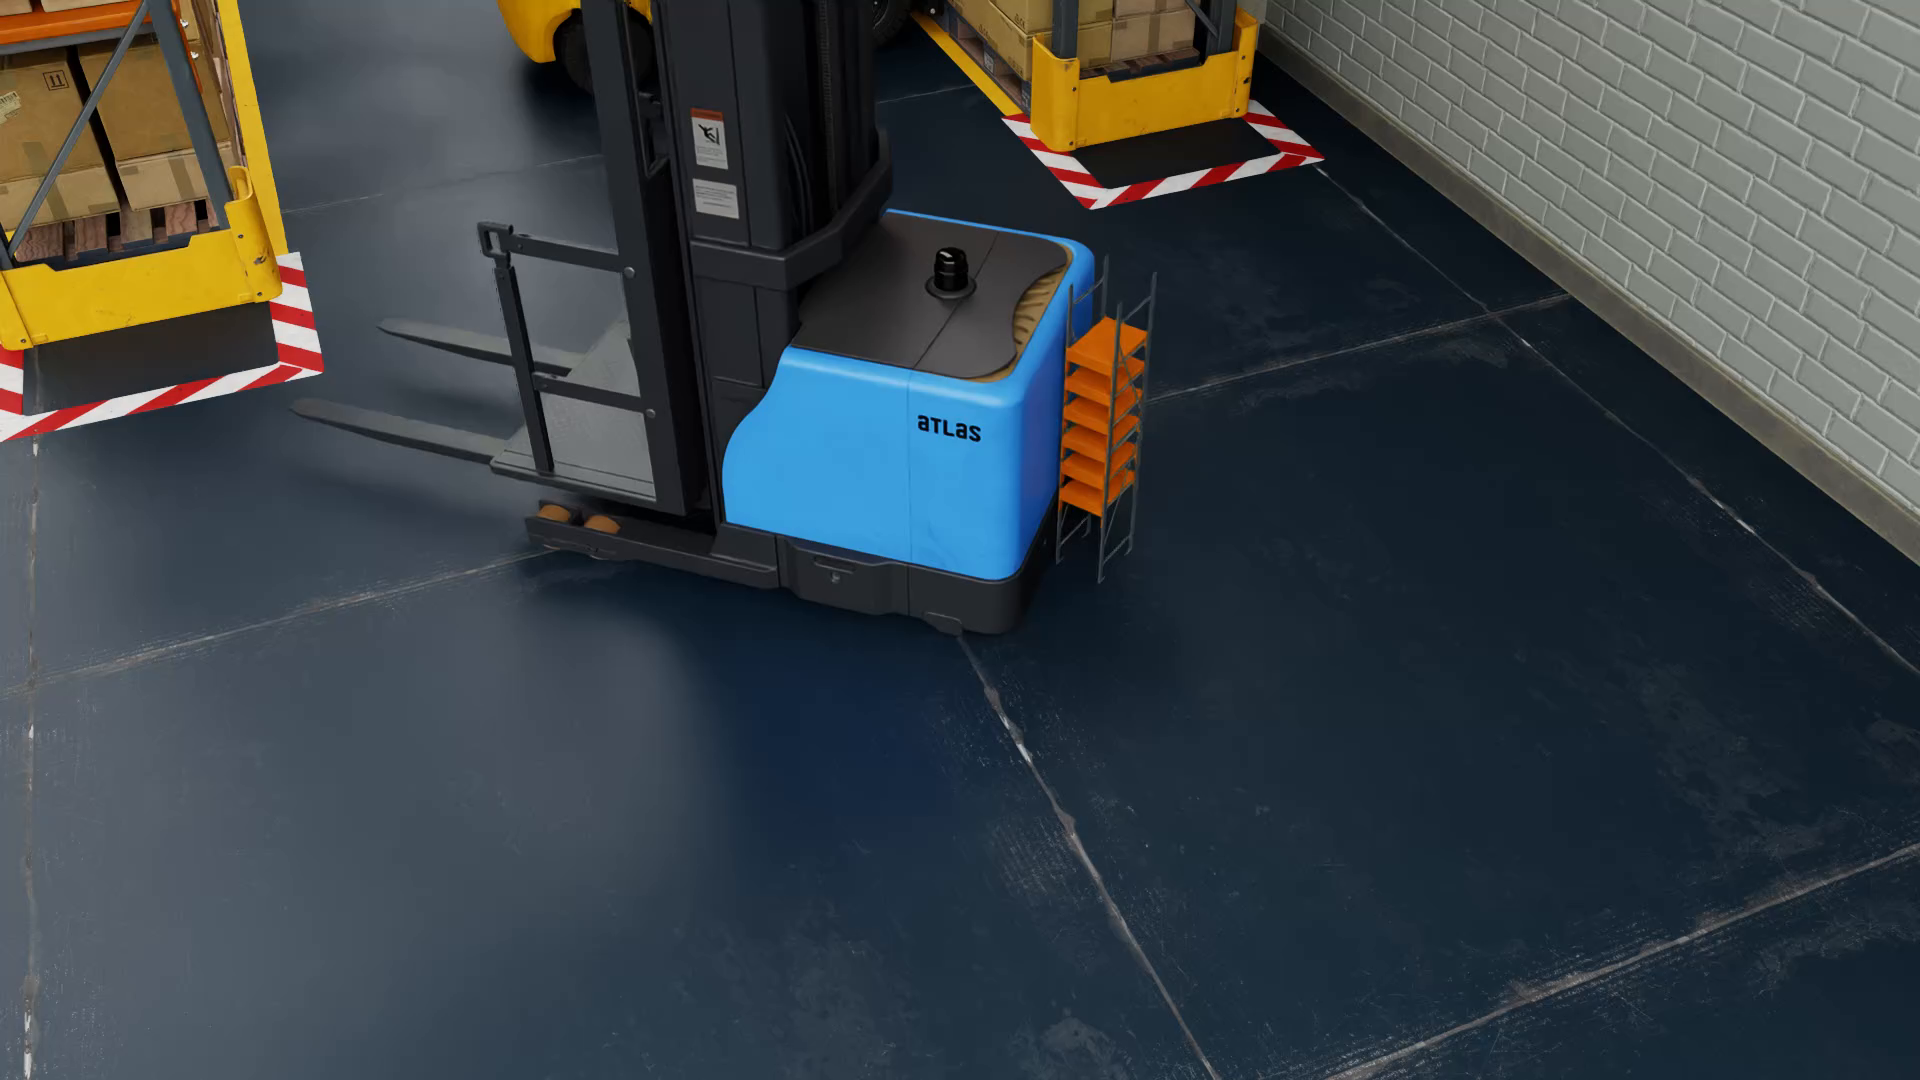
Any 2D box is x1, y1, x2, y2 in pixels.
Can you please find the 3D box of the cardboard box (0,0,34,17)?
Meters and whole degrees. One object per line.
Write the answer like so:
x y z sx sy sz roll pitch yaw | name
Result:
-3.978 -2.225 6.729 0.380 0.149 0.250 -14 43 -15 | cardboard box

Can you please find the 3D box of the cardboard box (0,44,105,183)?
-4.184 -1.967 7.448 0.500 0.500 0.500 -15 43 -17 | cardboard box

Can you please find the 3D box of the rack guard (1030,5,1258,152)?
0.957 -2.426 8.688 1.175 0.500 0.348 -15 43 -17 | rack guard

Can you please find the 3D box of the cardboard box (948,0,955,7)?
0.111 -3.315 9.591 0.500 0.250 0.500 -15 43 -16 | cardboard box

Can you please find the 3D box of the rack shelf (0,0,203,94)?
-4.402 -3.080 8.083 1.077 0.370 4.000 -15 43 -17 | rack shelf

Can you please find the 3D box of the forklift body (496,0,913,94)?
-1.463 -3.754 8.966 2.313 2.155 1.214 -15 43 -17 | forklift body

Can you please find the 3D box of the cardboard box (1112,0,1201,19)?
0.960 -3.030 8.876 0.500 0.250 0.500 -14 43 -16 | cardboard box

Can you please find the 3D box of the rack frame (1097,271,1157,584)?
0.572 -0.357 5.745 0.006 1.200 0.240 25 46 26 | rack frame

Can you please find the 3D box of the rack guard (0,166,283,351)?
-3.666 -1.246 7.316 1.175 0.500 0.348 -15 43 -17 | rack guard

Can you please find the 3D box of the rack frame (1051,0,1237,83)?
0.948 -3.389 7.890 1.000 3.000 0.127 -15 43 -17 | rack frame

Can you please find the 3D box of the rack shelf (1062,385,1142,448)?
0.497 -0.449 5.736 0.180 0.103 0.258 25 46 26 | rack shelf

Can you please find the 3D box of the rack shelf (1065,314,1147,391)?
0.497 -0.631 5.579 0.180 0.103 0.258 25 46 26 | rack shelf

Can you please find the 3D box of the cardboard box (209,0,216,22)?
-4.480 -3.067 9.303 0.500 0.250 0.500 -16 43 -18 | cardboard box

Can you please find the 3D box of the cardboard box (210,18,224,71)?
-4.099 -2.455 8.591 0.500 0.250 0.500 -12 42 -14 | cardboard box

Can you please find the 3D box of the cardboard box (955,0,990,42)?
0.294 -3.011 9.238 0.500 0.250 0.500 -15 43 -17 | cardboard box

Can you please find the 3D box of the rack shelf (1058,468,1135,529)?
0.497 -0.176 5.971 0.180 0.103 0.258 25 46 26 | rack shelf

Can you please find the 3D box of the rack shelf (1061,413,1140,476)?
0.497 -0.358 5.814 0.180 0.103 0.258 25 46 26 | rack shelf

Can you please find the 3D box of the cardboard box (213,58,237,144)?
-3.878 -2.129 8.212 0.500 0.250 0.500 -14 43 -15 | cardboard box

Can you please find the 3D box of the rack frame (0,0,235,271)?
-3.637 -2.148 6.447 1.000 3.000 0.127 -15 43 -17 | rack frame

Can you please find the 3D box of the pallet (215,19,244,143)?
-4.407 -2.368 8.842 1.003 0.211 1.213 -15 43 -17 | pallet

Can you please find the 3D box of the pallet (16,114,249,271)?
-3.944 -1.635 7.989 1.003 0.211 1.213 -15 43 -17 | pallet

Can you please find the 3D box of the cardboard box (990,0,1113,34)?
0.473 -2.910 8.737 0.500 0.250 0.500 -16 43 -17 | cardboard box

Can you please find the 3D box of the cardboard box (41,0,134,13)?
-3.576 -2.309 6.827 0.380 0.149 0.250 -15 43 -17 | cardboard box

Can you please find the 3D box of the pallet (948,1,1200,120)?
0.616 -2.782 9.323 1.003 0.211 1.213 -15 43 -17 | pallet

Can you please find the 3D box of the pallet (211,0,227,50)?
-4.878 -3.105 9.698 1.003 0.211 1.213 -15 43 -17 | pallet

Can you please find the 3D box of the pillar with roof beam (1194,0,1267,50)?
-2.463 -5.234 5.434 9.100 9.000 0.400 -15 43 -17 | pillar with roof beam

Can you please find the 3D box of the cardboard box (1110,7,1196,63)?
0.940 -2.850 9.050 0.500 0.250 0.500 -15 43 -17 | cardboard box

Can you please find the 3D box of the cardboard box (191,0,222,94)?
-3.904 -2.432 7.989 0.500 0.500 0.500 -17 43 -18 | cardboard box

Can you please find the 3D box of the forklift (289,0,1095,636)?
-1.088 -1.349 5.571 3.031 2.935 1.130 12 42 14 | forklift

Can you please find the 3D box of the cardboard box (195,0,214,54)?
-4.088 -2.736 8.343 0.500 0.500 0.500 -14 43 -16 | cardboard box

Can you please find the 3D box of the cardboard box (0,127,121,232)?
-4.204 -1.699 7.712 0.500 0.250 0.500 -15 43 -17 | cardboard box

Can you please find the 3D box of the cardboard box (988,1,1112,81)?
0.476 -2.709 8.887 0.500 0.250 0.500 -15 43 -17 | cardboard box

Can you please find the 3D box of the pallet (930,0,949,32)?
0.153 -3.515 10.176 1.003 0.211 1.213 -15 43 -17 | pallet

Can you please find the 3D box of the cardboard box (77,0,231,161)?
-3.700 -2.118 7.624 0.500 0.500 0.500 -16 43 -18 | cardboard box

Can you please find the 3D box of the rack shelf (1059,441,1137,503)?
0.497 -0.267 5.892 0.180 0.103 0.258 25 46 26 | rack shelf

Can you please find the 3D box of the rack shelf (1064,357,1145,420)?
0.497 -0.540 5.658 0.180 0.103 0.258 25 46 26 | rack shelf

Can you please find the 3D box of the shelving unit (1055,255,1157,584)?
0.497 -0.392 5.785 0.189 1.200 0.258 25 46 26 | shelving unit

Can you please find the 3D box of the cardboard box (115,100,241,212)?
-3.690 -1.820 7.852 0.500 0.250 0.500 -15 43 -17 | cardboard box

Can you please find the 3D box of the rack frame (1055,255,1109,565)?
0.422 -0.426 5.825 0.006 1.200 0.240 25 46 26 | rack frame

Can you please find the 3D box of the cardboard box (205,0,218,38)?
-4.290 -2.759 8.945 0.500 0.250 0.500 -14 43 -16 | cardboard box
